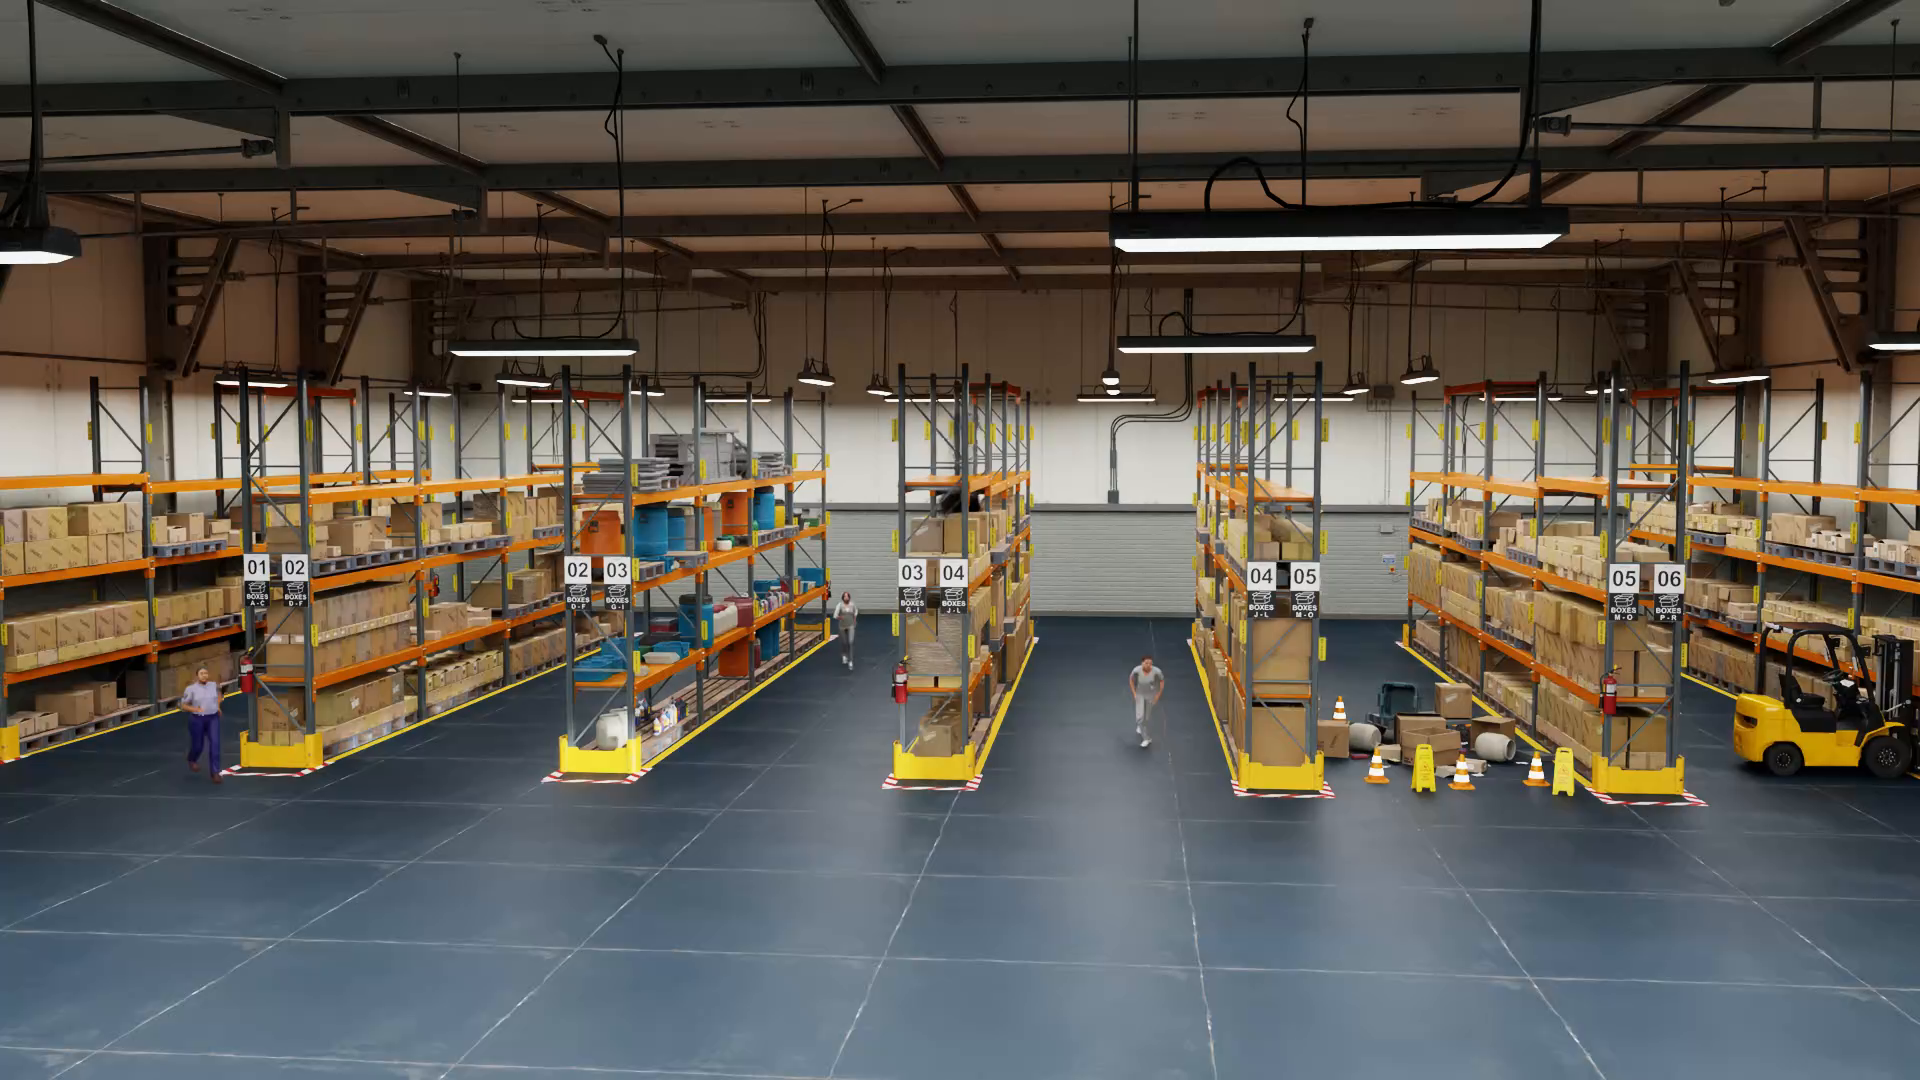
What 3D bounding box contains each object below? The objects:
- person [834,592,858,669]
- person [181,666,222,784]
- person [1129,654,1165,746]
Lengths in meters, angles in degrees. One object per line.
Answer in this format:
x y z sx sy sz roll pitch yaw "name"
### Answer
-2.438 1.914 35.539 0.532 1.609 0.804 0 4 -7 "person"
-10.912 2.644 23.988 0.606 1.661 0.921 -3 5 -41 "person"
3.009 2.645 26.847 0.567 1.316 0.963 0 4 4 "person"
